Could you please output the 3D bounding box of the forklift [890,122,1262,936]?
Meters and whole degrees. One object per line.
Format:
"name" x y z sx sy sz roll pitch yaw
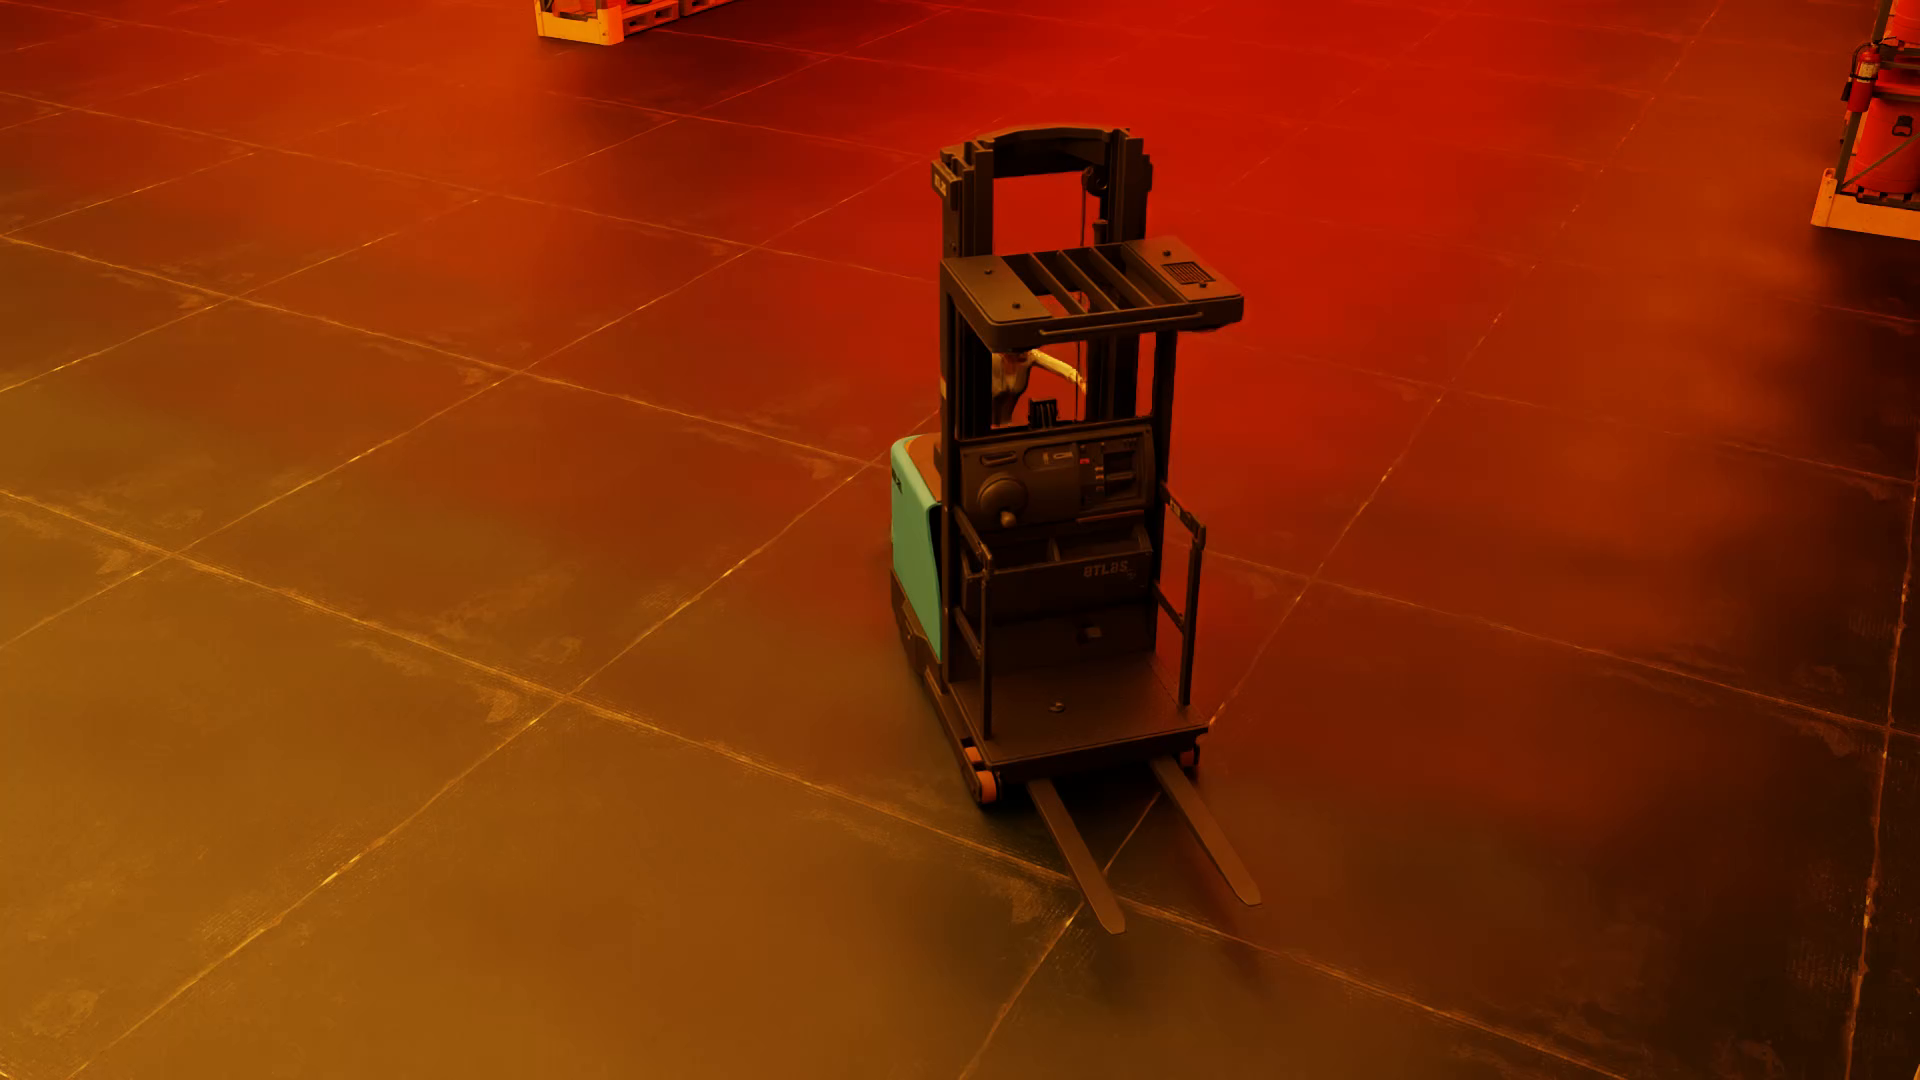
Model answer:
"forklift" 0.518 -0.241 7.488 1.130 2.935 3.031 -8 31 -14

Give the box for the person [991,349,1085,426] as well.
"person" 0.164 -0.589 9.689 1.127 1.366 0.827 -17 34 -26
